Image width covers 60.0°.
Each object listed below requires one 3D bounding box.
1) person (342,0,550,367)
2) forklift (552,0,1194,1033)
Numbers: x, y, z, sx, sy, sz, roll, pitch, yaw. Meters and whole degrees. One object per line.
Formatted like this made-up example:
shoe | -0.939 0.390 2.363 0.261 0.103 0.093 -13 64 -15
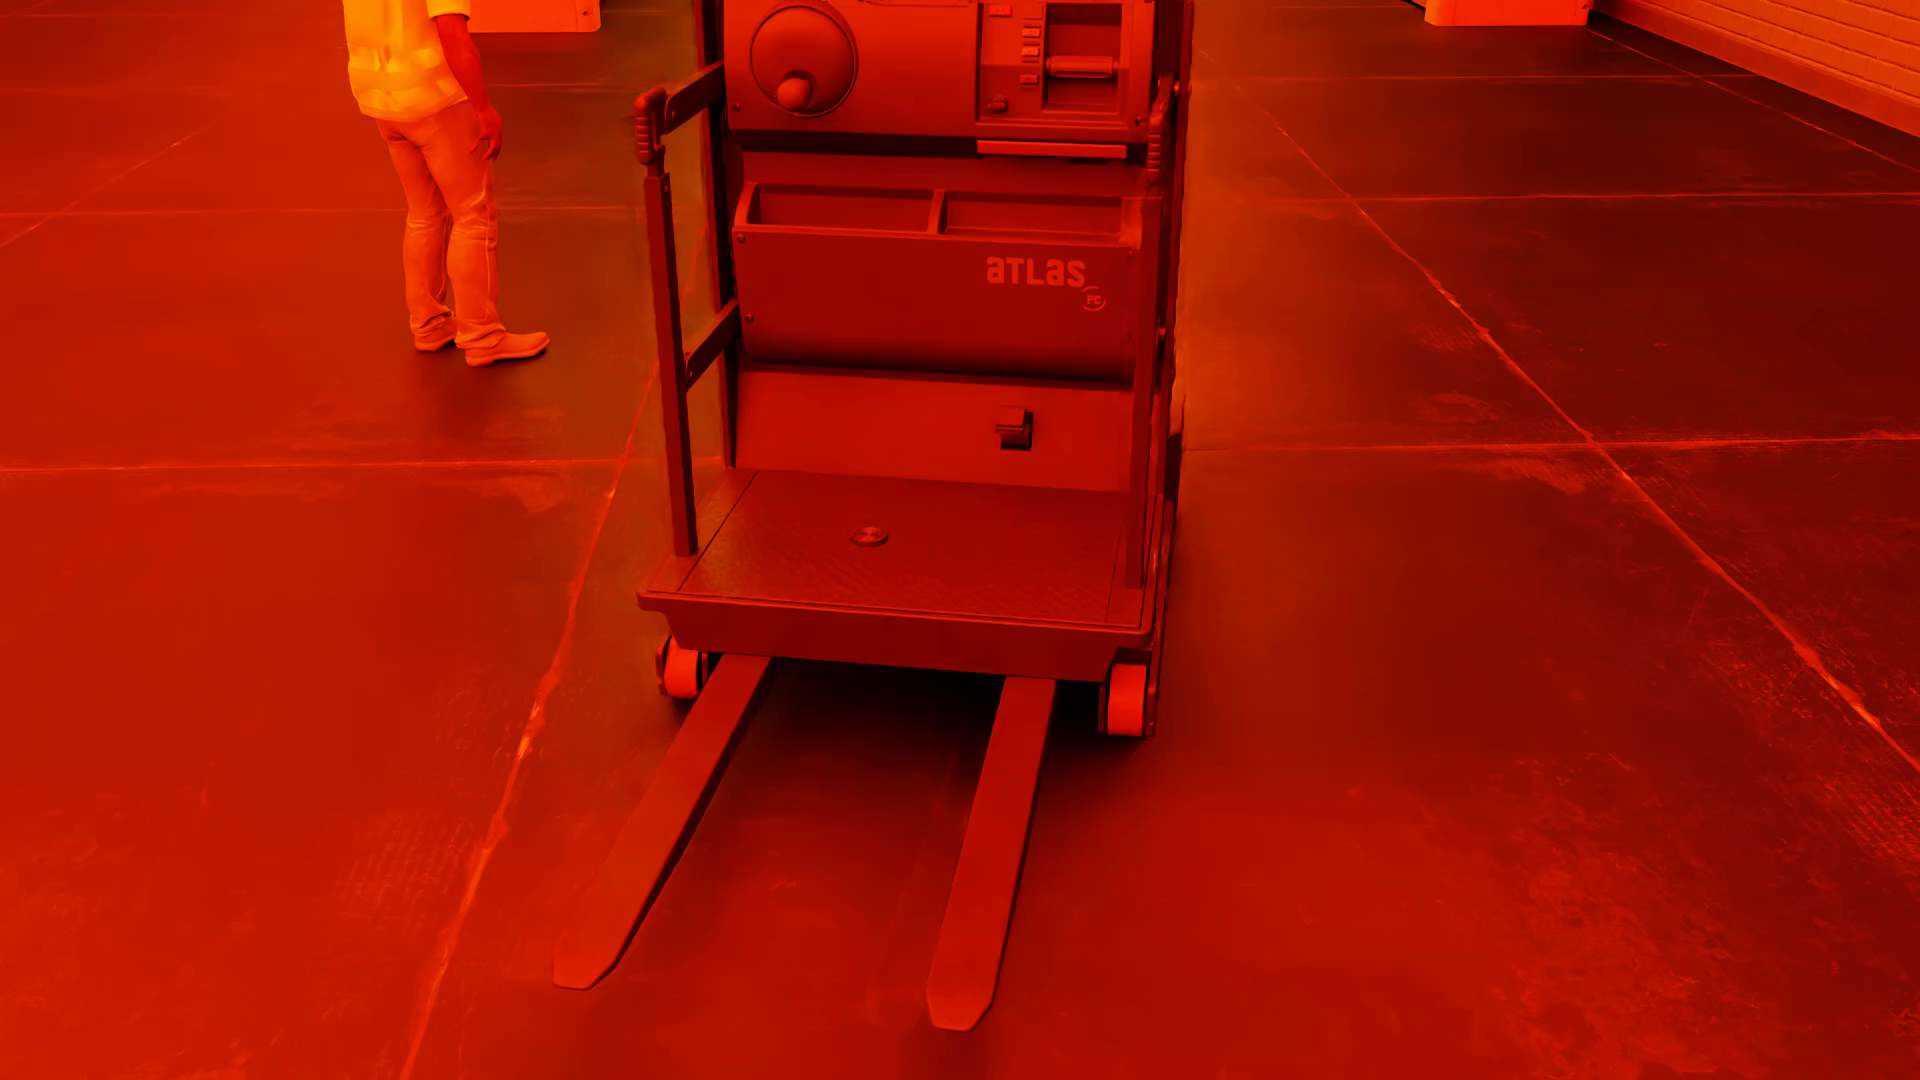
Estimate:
person | -1.776 -1.481 5.597 0.627 1.759 0.463 19 32 34
forklift | -0.079 -1.049 3.371 1.130 2.935 3.031 4 26 8
